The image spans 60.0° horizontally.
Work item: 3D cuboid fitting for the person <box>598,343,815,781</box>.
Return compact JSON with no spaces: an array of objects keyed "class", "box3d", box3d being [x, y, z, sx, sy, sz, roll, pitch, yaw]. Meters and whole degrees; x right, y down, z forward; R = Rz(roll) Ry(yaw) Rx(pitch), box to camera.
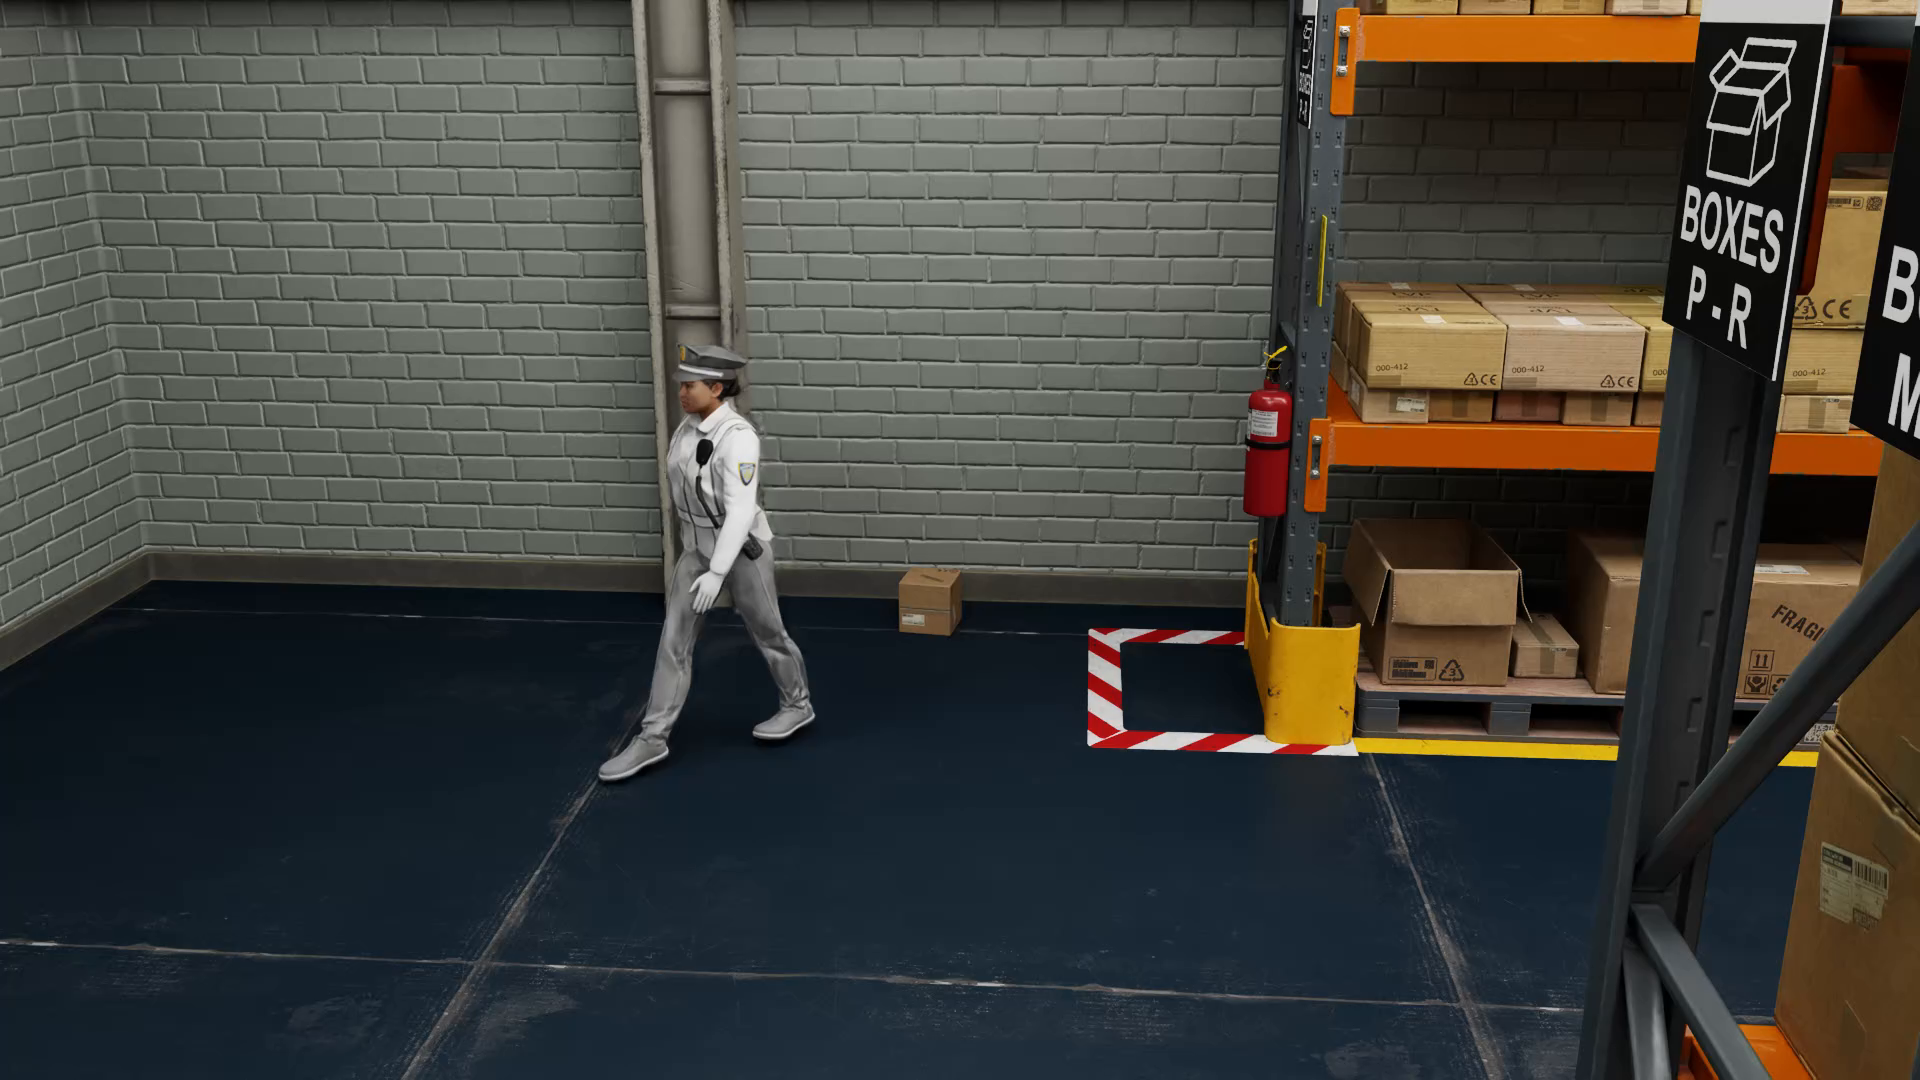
[{"class":"person","box3d":[-0.943,0.068,6.290,0.907,1.650,0.513,-16,24,-42]}]
